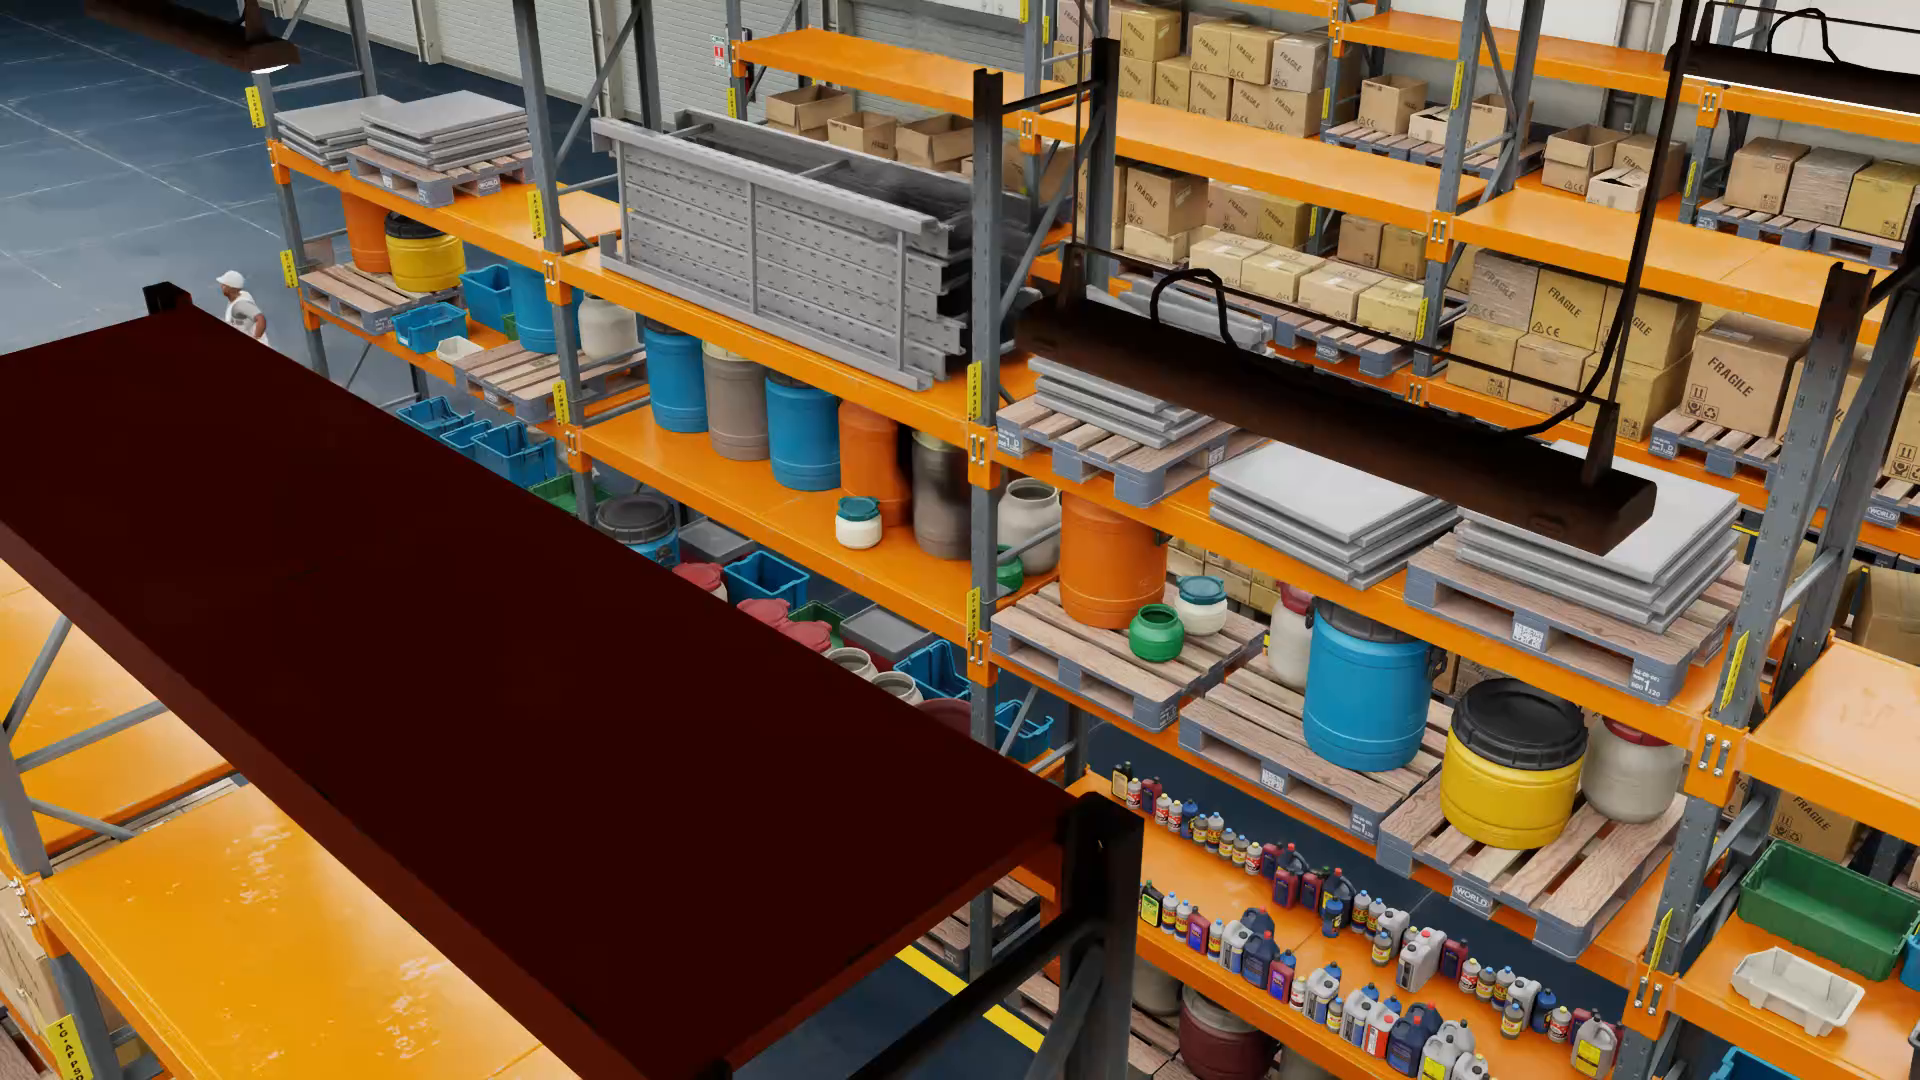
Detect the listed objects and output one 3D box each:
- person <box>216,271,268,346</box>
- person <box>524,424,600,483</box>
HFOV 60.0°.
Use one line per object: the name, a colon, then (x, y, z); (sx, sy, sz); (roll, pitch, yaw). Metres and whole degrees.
person: (-7.666, -2.047, 18.068); (0.916, 1.824, 0.694); (-6, 30, -11)
person: (-4.109, -1.148, 16.542); (1.091, 1.757, 0.672); (16, 33, 26)
